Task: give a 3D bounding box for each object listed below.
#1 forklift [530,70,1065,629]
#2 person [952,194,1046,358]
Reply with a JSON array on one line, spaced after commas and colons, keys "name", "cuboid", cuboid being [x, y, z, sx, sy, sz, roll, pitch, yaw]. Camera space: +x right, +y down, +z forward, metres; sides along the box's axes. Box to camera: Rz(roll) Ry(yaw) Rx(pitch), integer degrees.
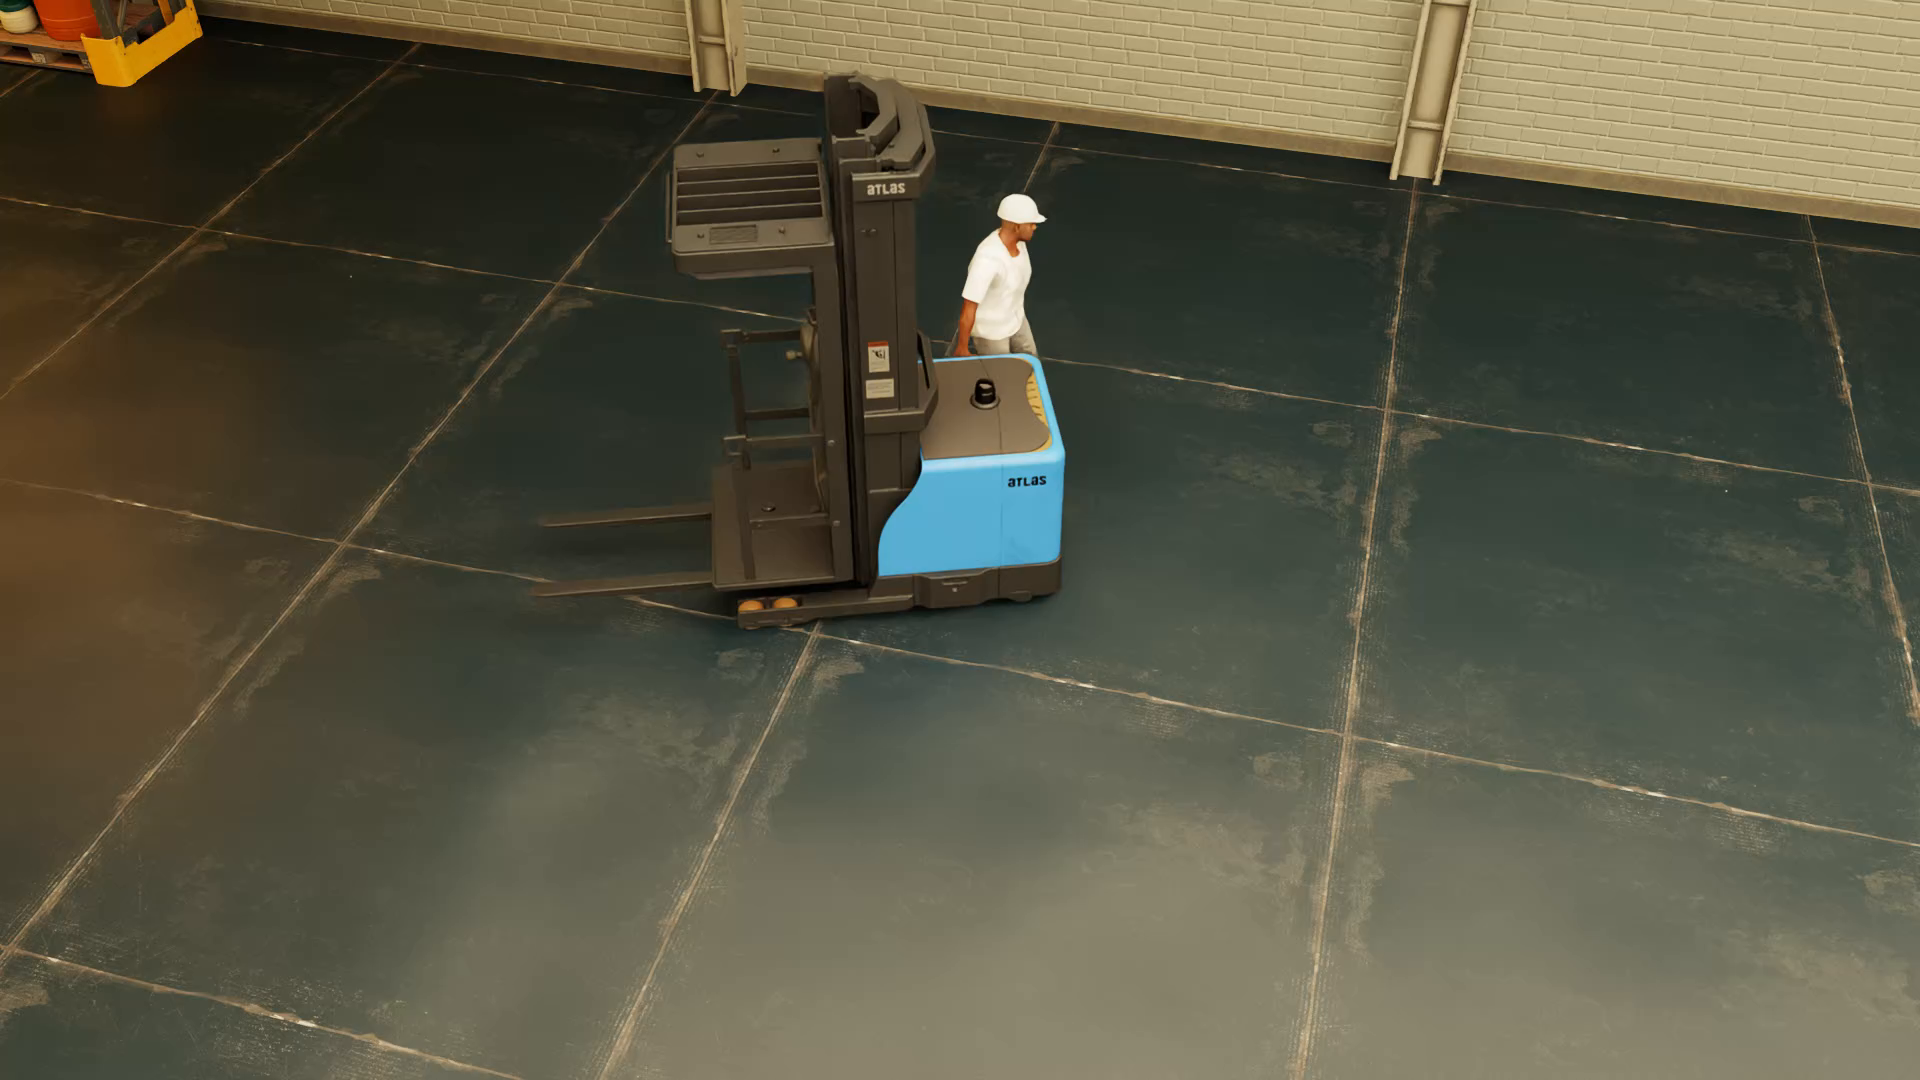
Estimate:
[{"name": "forklift", "cuboid": [-0.968, -0.963, 8.960, 3.031, 2.935, 1.130, -5, 41, -5]}, {"name": "person", "cuboid": [0.236, -1.344, 10.332, 0.476, 1.732, 0.886, 16, 44, 18]}]
